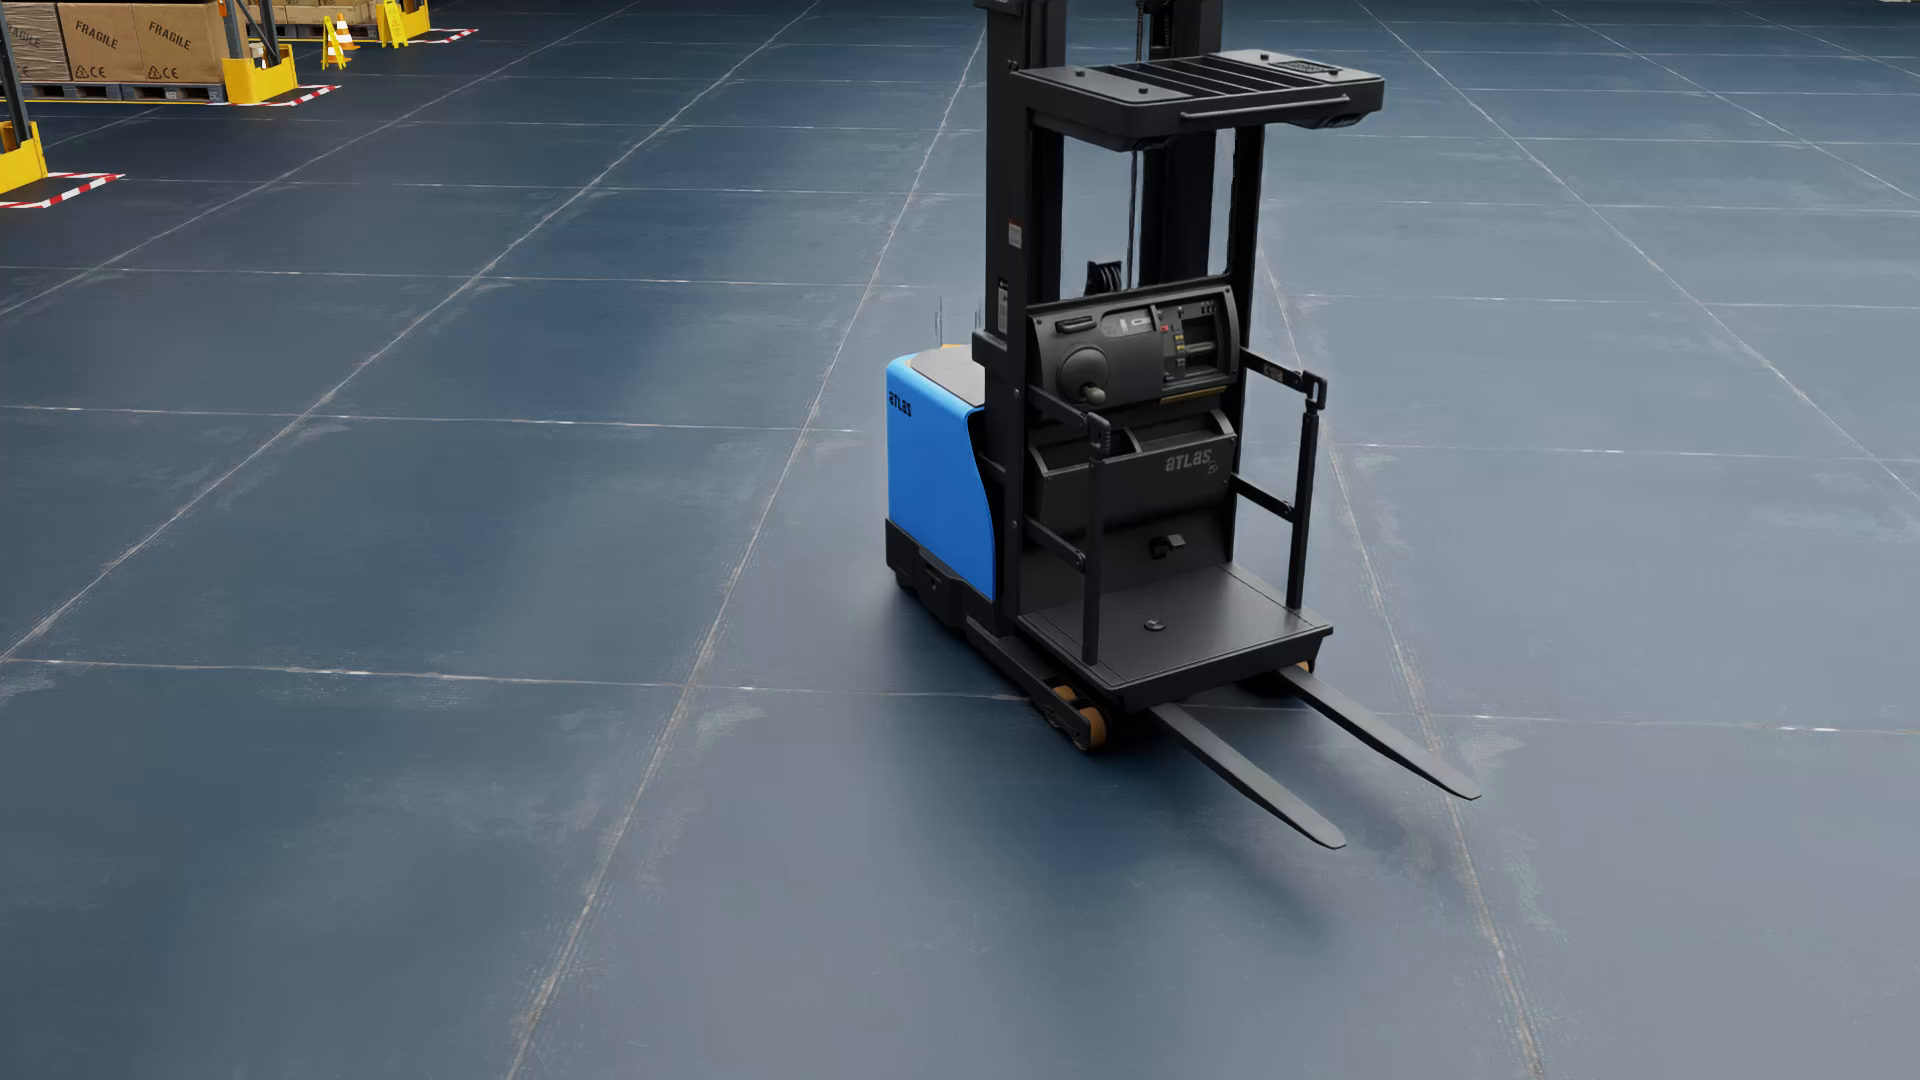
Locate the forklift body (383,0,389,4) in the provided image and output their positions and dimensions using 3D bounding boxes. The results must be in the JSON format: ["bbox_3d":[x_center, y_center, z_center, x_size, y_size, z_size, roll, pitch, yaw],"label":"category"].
[{"bbox_3d":[-9.653,-9.694,26.744,1.214,2.155,2.313,2,25,4],"label":"forklift body"}]

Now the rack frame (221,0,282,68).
[{"bbox_3d":[-8.277,-6.644,19.100,0.127,3.000,1.000,2,25,4],"label":"rack frame"}]

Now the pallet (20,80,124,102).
[{"bbox_3d":[-10.293,-5.410,19.755,1.213,0.211,1.003,2,25,4],"label":"pallet"}]

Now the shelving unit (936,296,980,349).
[{"bbox_3d":[-0.008,-0.563,8.038,0.189,1.200,0.258,2,25,5],"label":"shelving unit"}]

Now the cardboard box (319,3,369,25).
[{"bbox_3d":[-8.849,-7.566,23.892,0.500,0.250,0.500,2,25,4],"label":"cardboard box"}]

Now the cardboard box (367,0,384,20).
[{"bbox_3d":[-8.782,-7.793,24.384,0.500,0.250,0.500,2,25,4],"label":"cardboard box"}]

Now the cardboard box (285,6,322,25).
[{"bbox_3d":[-9.341,-7.585,23.933,0.500,0.250,0.500,2,25,4],"label":"cardboard box"}]

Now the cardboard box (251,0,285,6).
[{"bbox_3d":[-9.841,-7.944,23.815,0.500,0.500,0.500,1,25,3],"label":"cardboard box"}]

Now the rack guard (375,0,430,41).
[{"bbox_3d":[-8.075,-7.577,24.118,0.348,0.500,1.175,2,25,4],"label":"rack guard"}]

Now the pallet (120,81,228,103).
[{"bbox_3d":[-9.080,-5.370,19.668,1.213,0.211,1.003,2,25,4],"label":"pallet"}]

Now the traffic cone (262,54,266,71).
[{"bbox_3d":[-8.698,-6.100,20.953,0.334,0.463,0.336,2,25,4],"label":"traffic cone"}]

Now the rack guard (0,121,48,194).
[{"bbox_3d":[-8.833,-3.447,15.142,0.348,0.500,1.175,2,25,4],"label":"rack guard"}]

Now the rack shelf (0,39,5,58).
[{"bbox_3d":[-10.752,-4.317,14.904,4.000,0.370,1.077,2,25,4],"label":"rack shelf"}]

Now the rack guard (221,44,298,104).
[{"bbox_3d":[-8.253,-5.507,19.621,0.348,0.500,1.175,2,25,4],"label":"rack guard"}]

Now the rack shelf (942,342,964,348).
[{"bbox_3d":[-0.008,-0.850,7.906,0.180,0.103,0.258,2,25,5],"label":"rack shelf"}]

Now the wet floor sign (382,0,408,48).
[{"bbox_3d":[-7.891,-7.188,23.100,0.232,0.644,0.267,11,27,22],"label":"wet floor sign"}]

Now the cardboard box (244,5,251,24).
[{"bbox_3d":[-10.357,-7.620,24.009,0.500,0.250,0.500,2,25,3],"label":"cardboard box"}]

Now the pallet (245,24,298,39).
[{"bbox_3d":[-10.095,-7.527,24.355,1.213,0.211,1.003,2,25,4],"label":"pallet"}]

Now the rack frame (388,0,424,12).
[{"bbox_3d":[-7.999,-8.710,23.591,0.127,3.000,1.000,2,25,4],"label":"rack frame"}]

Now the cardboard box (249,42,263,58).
[{"bbox_3d":[-9.460,-6.615,22.448,0.250,0.149,0.380,16,29,31],"label":"cardboard box"}]

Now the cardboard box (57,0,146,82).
[{"bbox_3d":[-9.836,-5.891,19.503,0.875,0.875,0.875,1,25,3],"label":"cardboard box"}]

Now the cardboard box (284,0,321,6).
[{"bbox_3d":[-9.338,-7.925,23.774,0.500,0.500,0.500,3,25,6],"label":"cardboard box"}]

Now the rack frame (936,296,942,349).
[{"bbox_3d":[-0.099,-0.566,8.046,0.006,1.200,0.240,2,25,5],"label":"rack frame"}]

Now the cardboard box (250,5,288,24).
[{"bbox_3d":[-9.863,-7.600,23.965,0.500,0.250,0.500,1,25,2],"label":"cardboard box"}]

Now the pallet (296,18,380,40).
[{"bbox_3d":[-8.882,-7.486,24.267,1.213,0.211,1.003,2,25,4],"label":"pallet"}]

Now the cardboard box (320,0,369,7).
[{"bbox_3d":[-8.818,-7.909,23.740,0.500,0.500,0.500,2,25,4],"label":"cardboard box"}]

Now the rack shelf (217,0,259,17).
[{"bbox_3d":[-10.271,-6.381,19.389,4.000,0.370,1.077,2,25,4],"label":"rack shelf"}]

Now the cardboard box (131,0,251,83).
[{"bbox_3d":[-8.958,-5.863,19.444,0.875,0.875,0.875,2,25,4],"label":"cardboard box"}]

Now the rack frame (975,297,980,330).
[{"bbox_3d":[0.083,-0.560,8.031,0.006,1.200,0.240,2,25,5],"label":"rack frame"}]

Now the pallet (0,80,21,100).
[{"bbox_3d":[-11.513,-5.448,19.837,1.213,0.211,1.003,2,25,4],"label":"pallet"}]

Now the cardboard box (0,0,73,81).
[{"bbox_3d":[-10.744,-5.921,19.568,0.875,0.875,0.875,2,25,4],"label":"cardboard box"}]

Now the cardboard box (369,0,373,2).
[{"bbox_3d":[-8.806,-8.134,24.229,0.500,0.500,0.500,1,25,2],"label":"cardboard box"}]

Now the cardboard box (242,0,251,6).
[{"bbox_3d":[-10.368,-7.959,23.849,0.500,0.500,0.500,3,25,7],"label":"cardboard box"}]

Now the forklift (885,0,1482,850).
[{"bbox_3d":[0.801,-0.730,6.330,1.130,2.935,3.031,-13,28,-26],"label":"forklift"}]

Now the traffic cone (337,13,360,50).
[{"bbox_3d":[-8.526,-7.034,22.982,0.334,0.463,0.336,2,25,4],"label":"traffic cone"}]

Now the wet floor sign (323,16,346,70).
[{"bbox_3d":[-8.097,-6.398,21.384,0.232,0.644,0.267,-2,25,-5],"label":"wet floor sign"}]

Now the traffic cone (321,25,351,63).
[{"bbox_3d":[-8.272,-6.560,21.953,0.334,0.463,0.336,2,25,4],"label":"traffic cone"}]

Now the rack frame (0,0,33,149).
[{"bbox_3d":[-8.757,-4.580,14.614,0.127,3.000,1.000,2,25,4],"label":"rack frame"}]
